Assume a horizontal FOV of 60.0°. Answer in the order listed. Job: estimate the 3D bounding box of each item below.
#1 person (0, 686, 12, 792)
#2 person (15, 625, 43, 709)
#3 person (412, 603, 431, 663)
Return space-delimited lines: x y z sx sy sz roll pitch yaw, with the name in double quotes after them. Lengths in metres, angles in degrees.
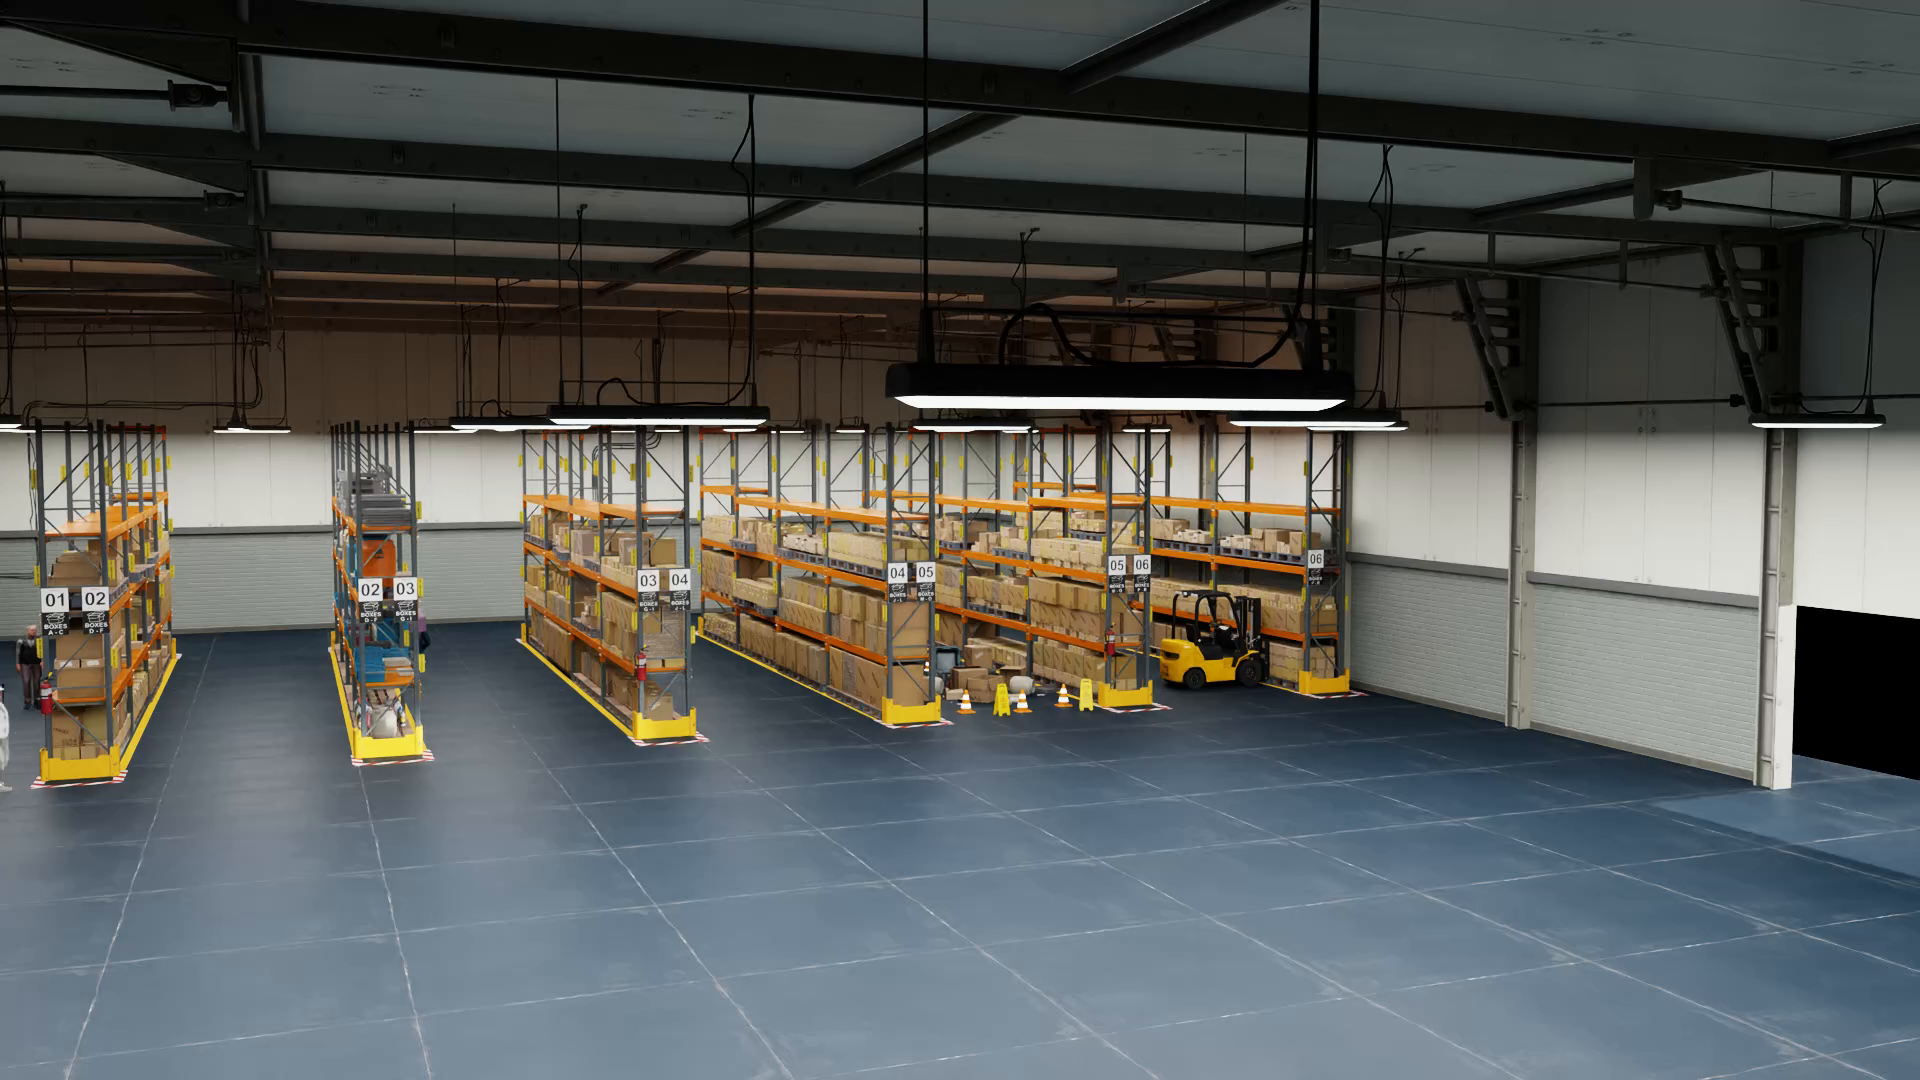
-15.567 3.163 26.693 0.758 1.754 0.527 0 4 5 "person"
-19.641 2.686 35.208 0.569 1.723 0.752 -3 4 -36 "person"
-13.593 2.311 41.786 0.431 1.576 0.415 2 4 32 "person"
